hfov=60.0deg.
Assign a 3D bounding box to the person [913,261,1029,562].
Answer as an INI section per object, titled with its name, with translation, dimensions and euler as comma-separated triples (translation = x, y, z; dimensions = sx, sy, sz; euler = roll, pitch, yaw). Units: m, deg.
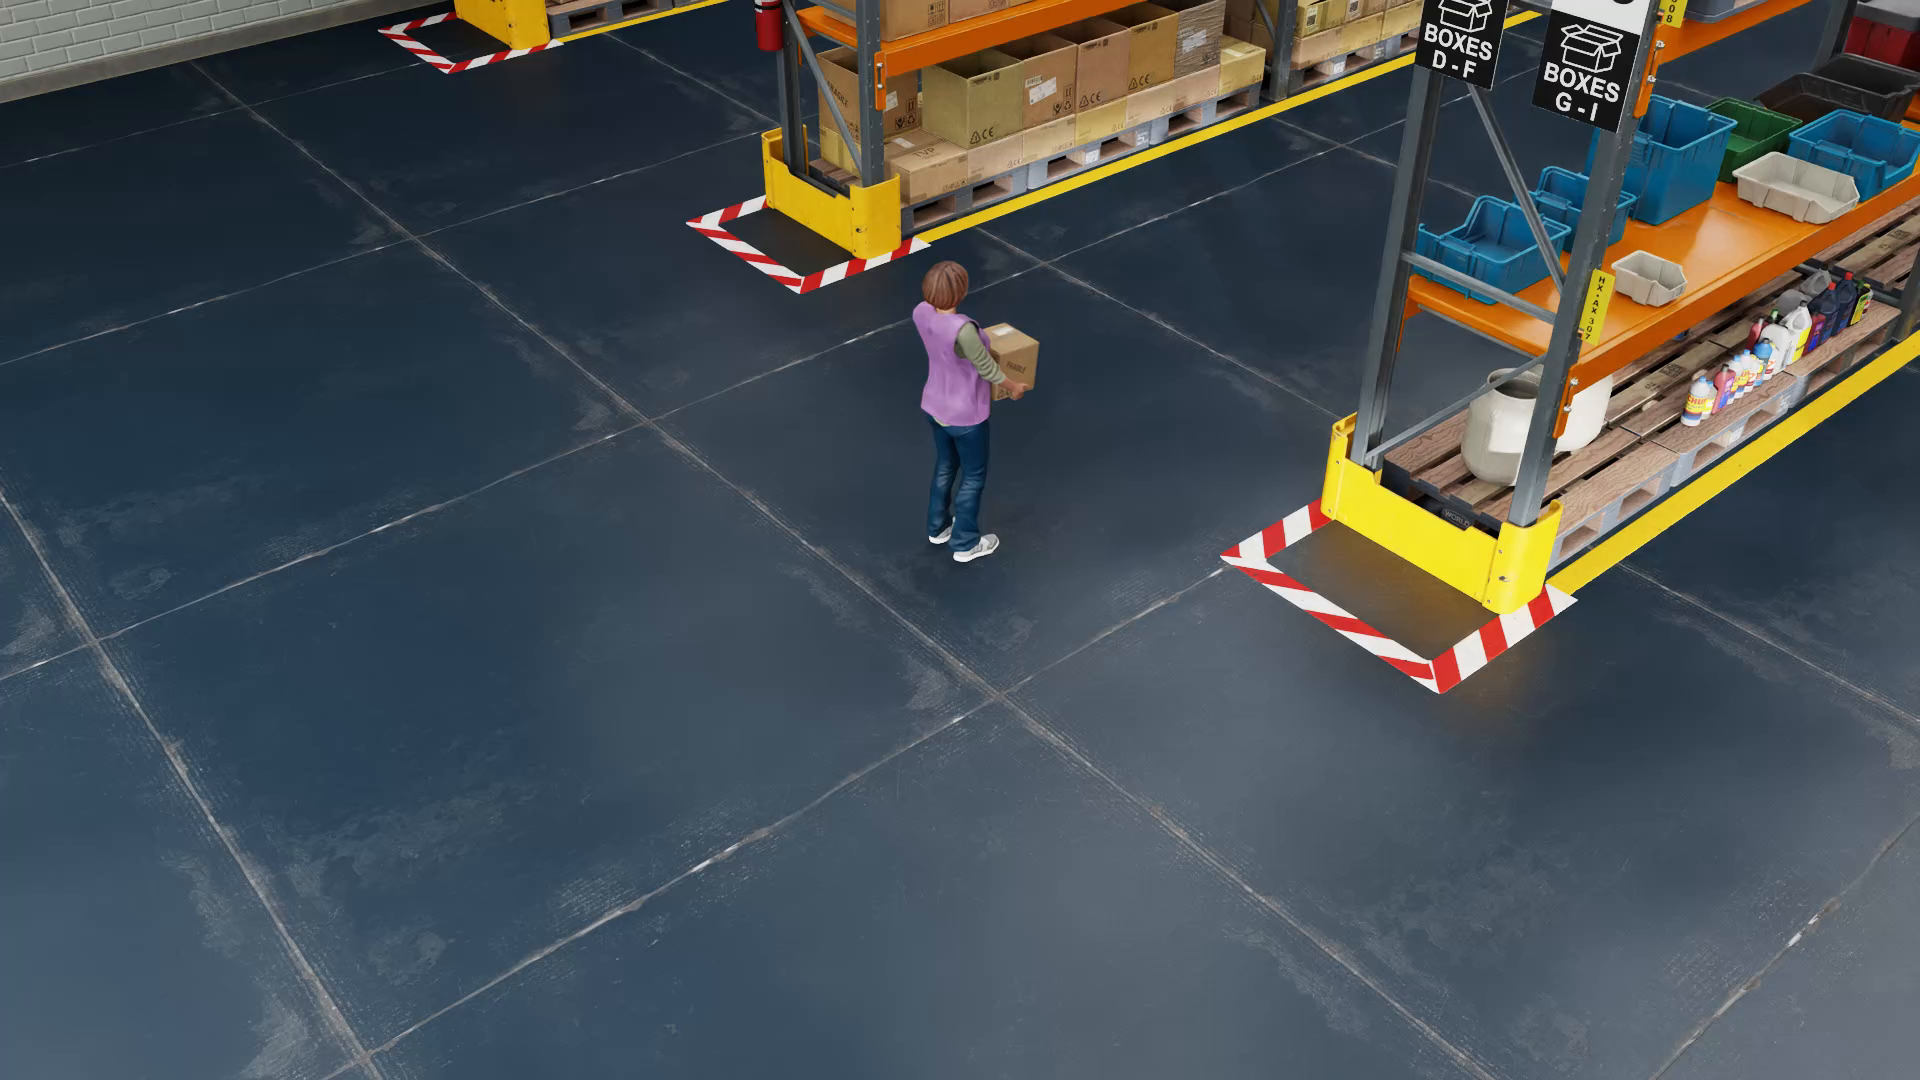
[person]
translation = 0.050, -0.648, 7.966
dimensions = 0.496, 1.588, 0.407
euler = -26, 44, -31
